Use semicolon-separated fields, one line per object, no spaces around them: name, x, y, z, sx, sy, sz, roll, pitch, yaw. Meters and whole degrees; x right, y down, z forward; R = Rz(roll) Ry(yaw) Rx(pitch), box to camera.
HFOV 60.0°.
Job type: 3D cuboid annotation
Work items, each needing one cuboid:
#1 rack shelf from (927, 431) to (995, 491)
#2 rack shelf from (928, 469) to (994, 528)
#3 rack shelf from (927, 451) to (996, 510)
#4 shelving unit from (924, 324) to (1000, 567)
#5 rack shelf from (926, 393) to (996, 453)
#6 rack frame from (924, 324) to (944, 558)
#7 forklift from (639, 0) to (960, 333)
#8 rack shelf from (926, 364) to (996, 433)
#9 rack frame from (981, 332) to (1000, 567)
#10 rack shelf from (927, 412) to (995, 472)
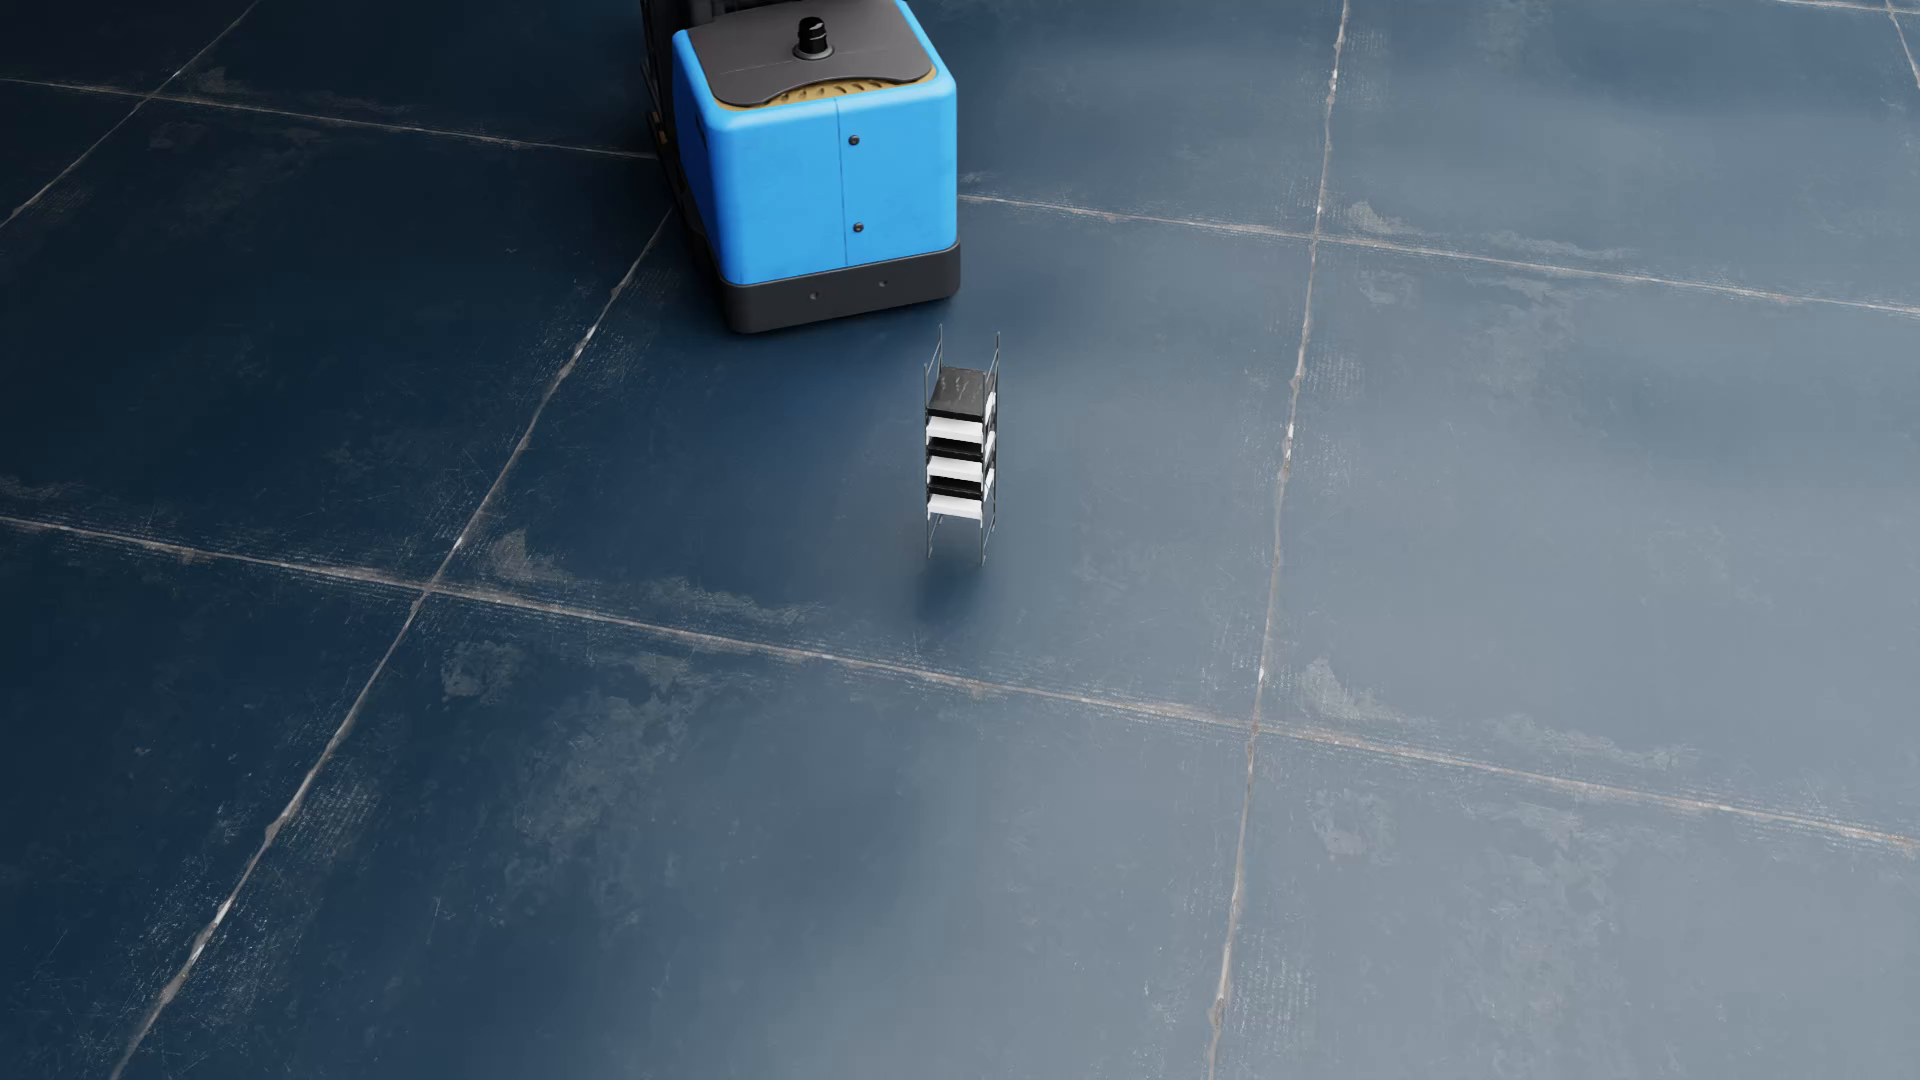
rack shelf;0.008;-0.299;5.960;0.200;0.077;0.258;9;45;9
rack shelf;0.008;-0.169;6.085;0.200;0.077;0.258;9;45;9
rack shelf;0.008;-0.234;6.022;0.200;0.077;0.258;9;45;9
shelving unit;0.008;-0.323;5.937;0.210;0.900;0.258;9;45;9
rack shelf;0.008;-0.429;5.835;0.200;0.077;0.258;9;45;9
rack frame;-0.091;-0.338;5.953;0.006;0.900;0.240;9;45;9
forklift;-0.926;-2.972;7.224;1.130;2.935;3.031;-12;45;-12
rack shelf;0.008;-0.493;5.773;0.200;0.077;0.258;9;45;9
rack frame;0.107;-0.308;5.921;0.006;0.900;0.240;9;45;9
rack shelf;0.008;-0.364;5.897;0.200;0.077;0.258;9;45;9
